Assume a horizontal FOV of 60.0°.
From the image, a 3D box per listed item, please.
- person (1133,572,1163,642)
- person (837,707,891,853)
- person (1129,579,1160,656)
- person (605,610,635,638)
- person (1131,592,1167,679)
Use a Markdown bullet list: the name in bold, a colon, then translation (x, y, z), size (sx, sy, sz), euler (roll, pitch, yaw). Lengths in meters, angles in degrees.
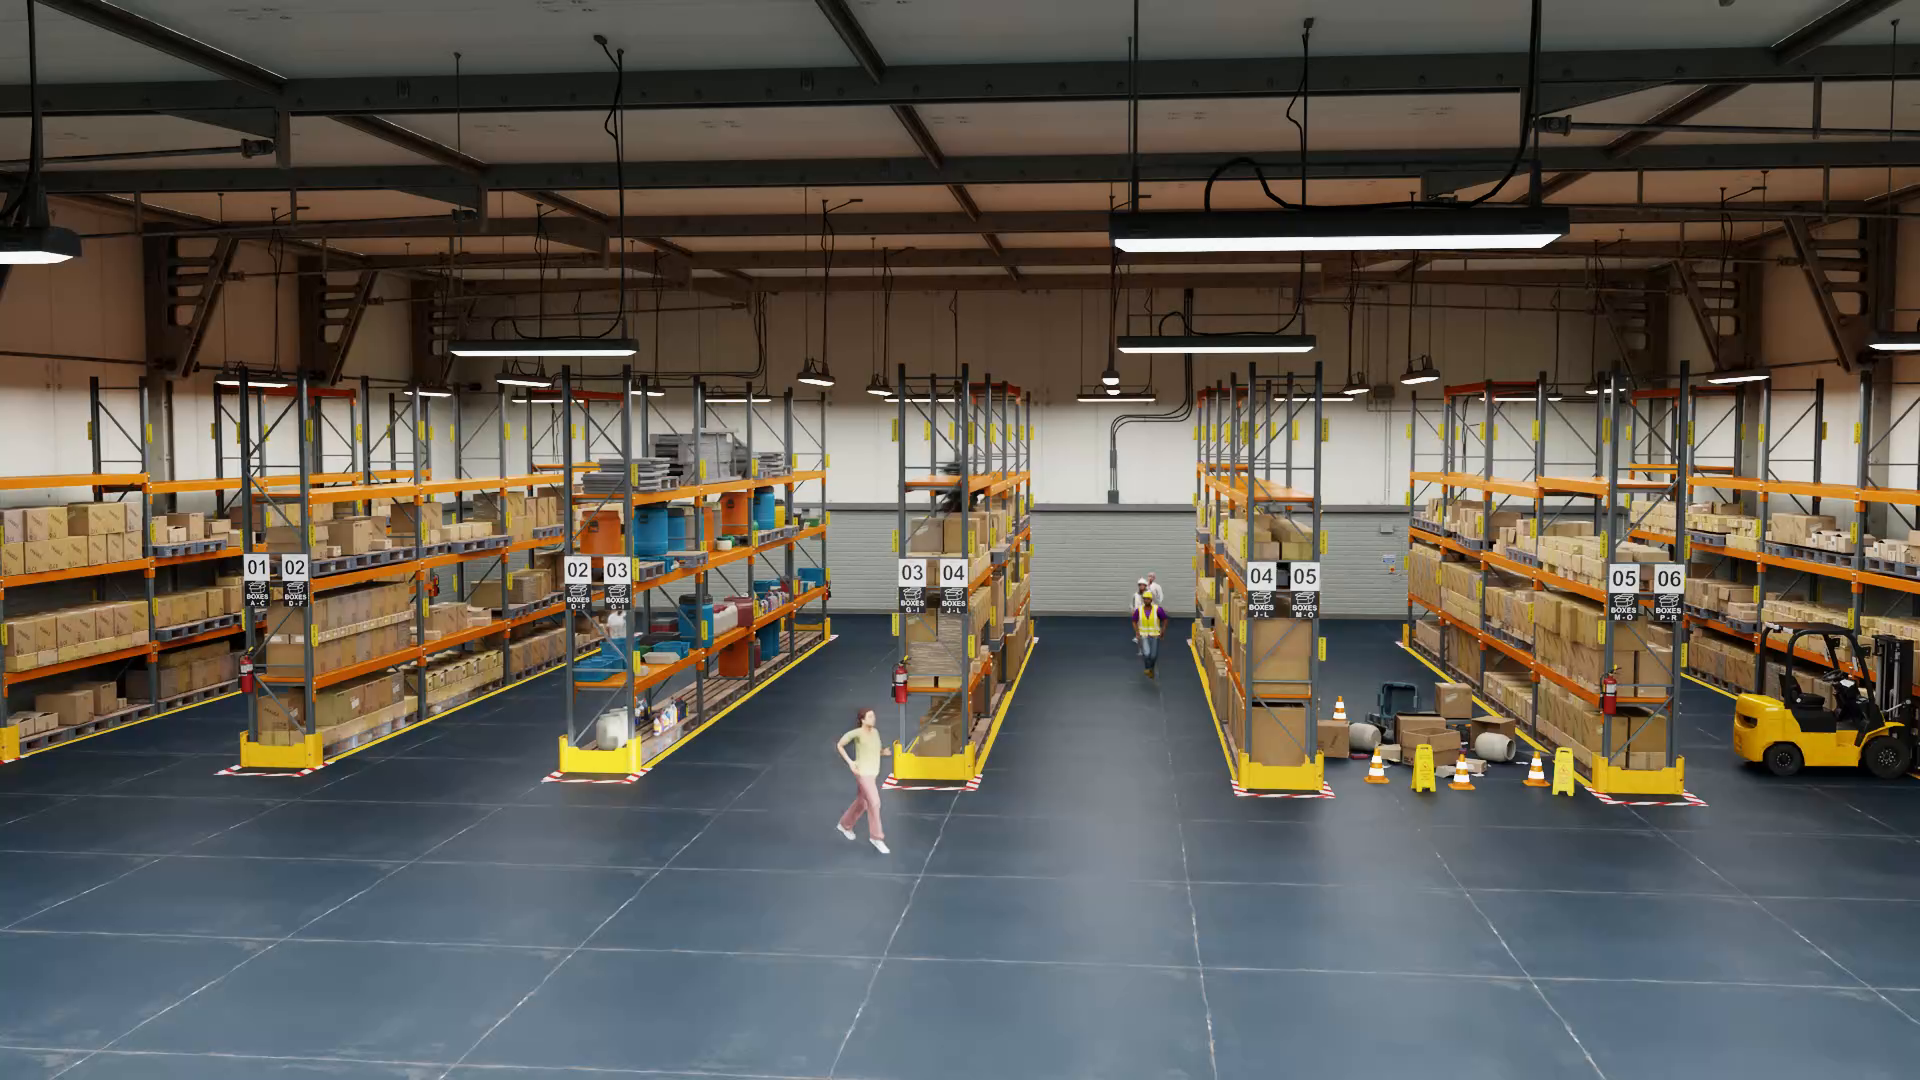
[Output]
- **person**: translation (4.490, 1.611, 39.739), size (0.809, 1.704, 0.590), euler (3, 4, 35)
- **person**: translation (-1.153, 2.874, 20.117), size (0.845, 1.715, 0.566), euler (2, 4, 32)
- **person**: translation (4.153, 1.738, 37.469), size (0.686, 1.742, 0.652), euler (1, 4, 14)
- **person**: translation (-6.868, 2.027, 33.595), size (0.582, 1.671, 0.672), euler (0, 4, -5)
- **person**: translation (3.701, 1.879, 32.580), size (0.699, 1.722, 0.560), euler (1, 4, 10)
